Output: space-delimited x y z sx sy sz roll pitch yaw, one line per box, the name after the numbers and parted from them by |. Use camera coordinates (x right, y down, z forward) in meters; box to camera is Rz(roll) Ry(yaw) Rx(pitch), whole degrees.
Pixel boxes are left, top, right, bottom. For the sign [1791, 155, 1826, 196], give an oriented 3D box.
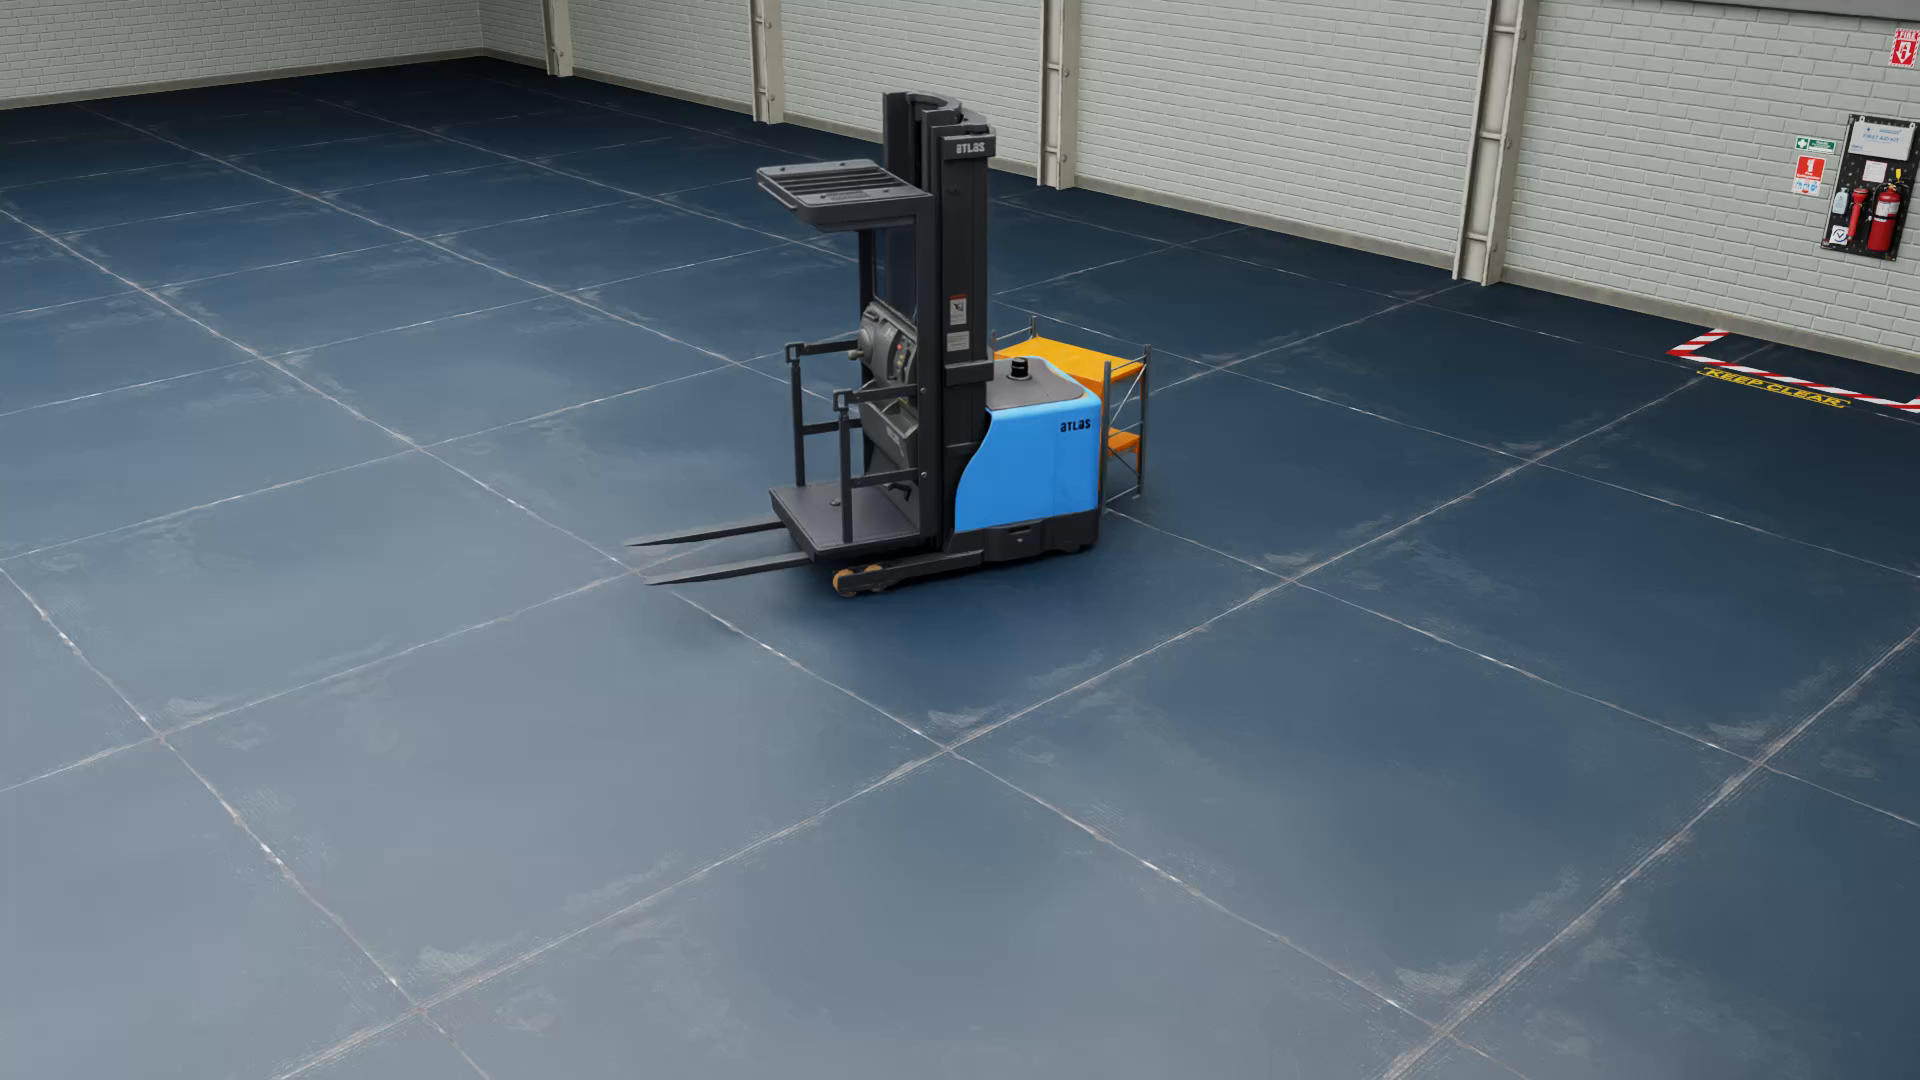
7.460 -3.205 14.618 0.001 0.329 0.234 -21 32 -38 | sign

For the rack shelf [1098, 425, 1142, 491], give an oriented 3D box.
0.764 -0.681 11.976 1.000 0.278 0.538 20 31 37 | rack shelf

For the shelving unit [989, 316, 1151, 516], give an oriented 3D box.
0.764 -0.903 11.874 1.048 1.125 0.538 20 31 37 | shelving unit

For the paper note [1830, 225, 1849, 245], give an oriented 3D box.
7.692 -2.664 14.537 0.016 0.148 0.142 -21 32 -38 | paper note

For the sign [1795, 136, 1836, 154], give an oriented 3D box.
7.457 -3.442 14.499 0.001 0.109 0.331 -21 32 -38 | sign

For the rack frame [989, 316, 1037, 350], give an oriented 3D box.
0.384 -1.043 12.181 0.032 1.125 0.500 20 31 37 | rack frame

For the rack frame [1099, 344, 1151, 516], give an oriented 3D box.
1.145 -0.763 11.568 0.032 1.125 0.500 20 31 37 | rack frame

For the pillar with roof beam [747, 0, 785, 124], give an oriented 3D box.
-6.021 -9.194 20.561 9.100 9.000 0.400 -21 32 -38 | pillar with roof beam

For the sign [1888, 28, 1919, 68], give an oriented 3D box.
7.830 -4.077 13.780 0.001 0.298 0.199 -21 32 -38 | sign

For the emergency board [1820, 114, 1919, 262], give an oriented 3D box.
7.763 -2.992 14.194 0.194 1.169 0.643 -21 32 -38 | emergency board

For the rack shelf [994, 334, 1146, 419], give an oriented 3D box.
0.764 -1.169 11.753 1.000 0.278 0.538 20 31 37 | rack shelf

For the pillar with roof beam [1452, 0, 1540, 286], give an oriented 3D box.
2.181 -5.558 12.592 9.100 9.000 0.400 -21 32 -38 | pillar with roof beam

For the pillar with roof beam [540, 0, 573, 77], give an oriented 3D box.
-10.122 -11.012 24.546 9.100 9.000 0.400 -21 32 -38 | pillar with roof beam

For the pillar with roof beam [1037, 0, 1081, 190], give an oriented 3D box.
-1.920 -7.376 16.576 9.100 9.000 0.400 -21 32 -38 | pillar with roof beam

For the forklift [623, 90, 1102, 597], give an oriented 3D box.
-0.641 -1.225 10.405 3.031 2.935 1.130 -10 26 -20 | forklift
